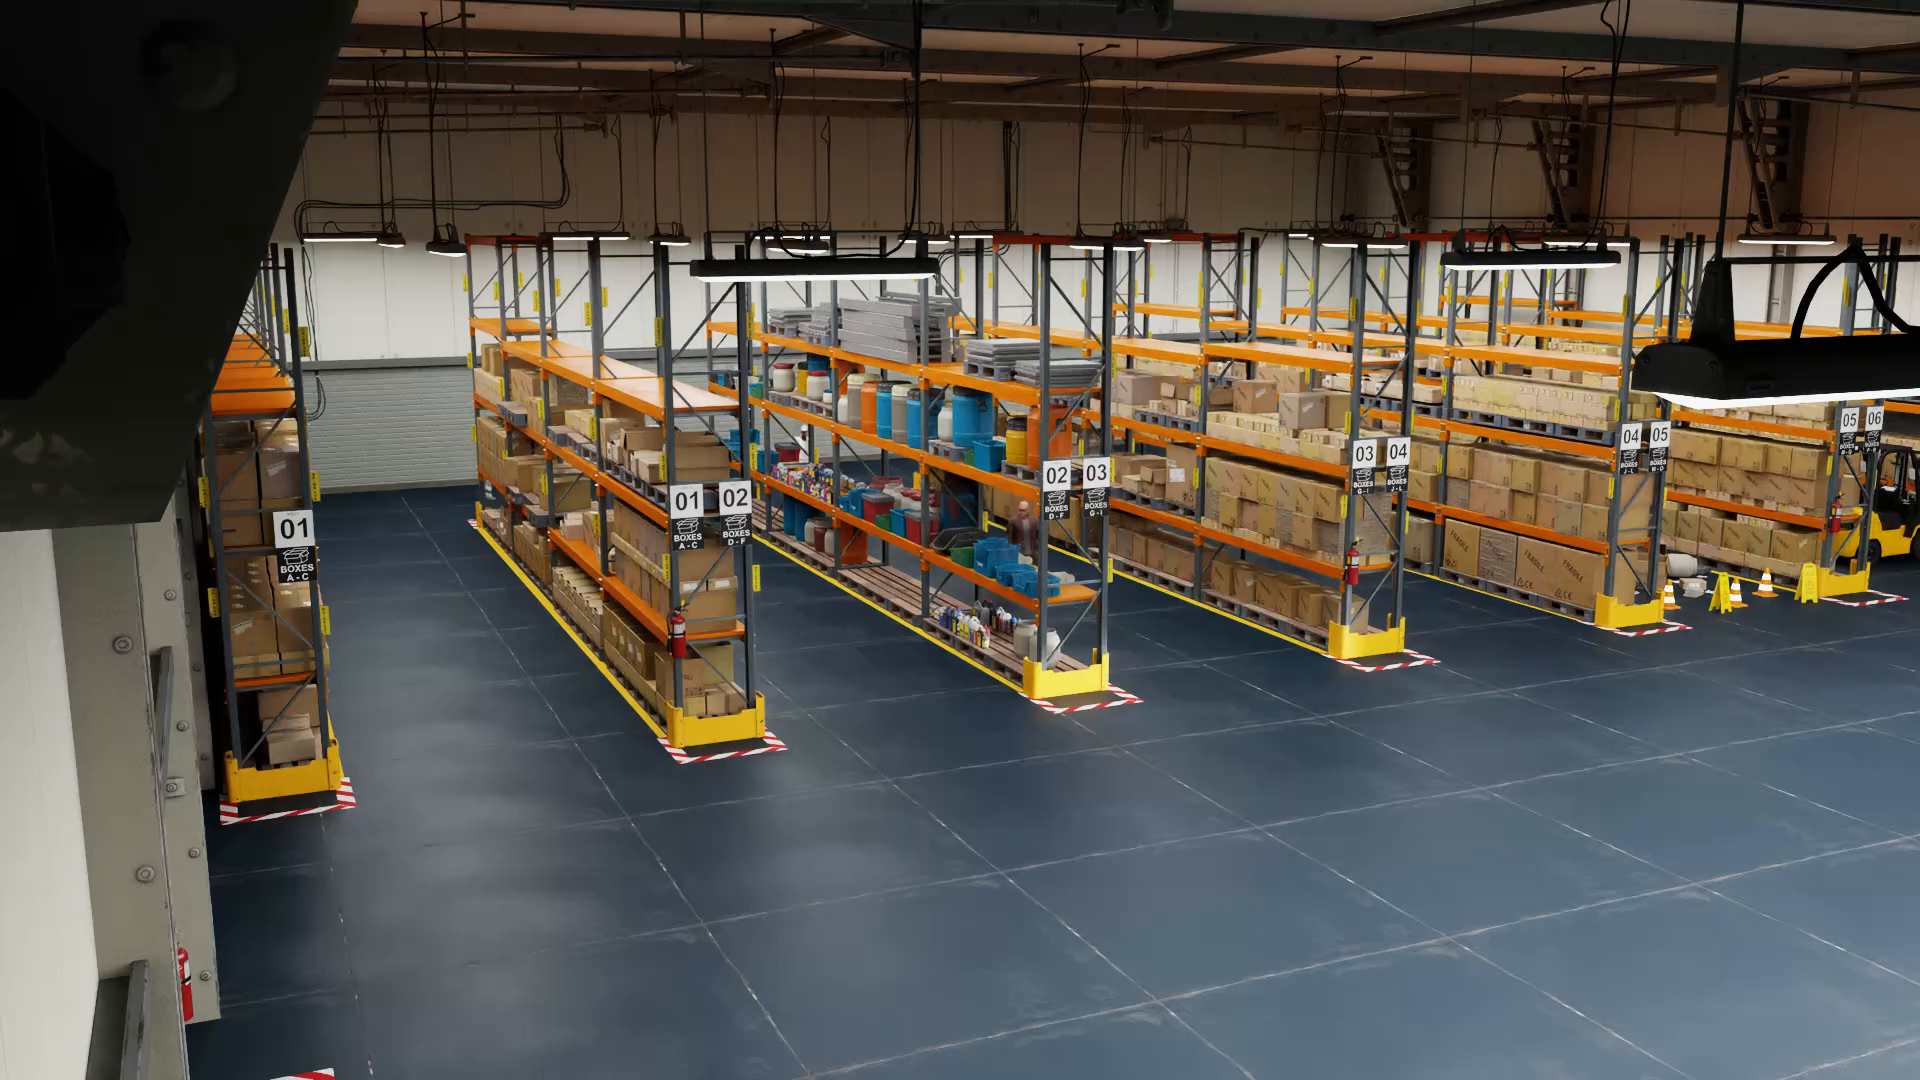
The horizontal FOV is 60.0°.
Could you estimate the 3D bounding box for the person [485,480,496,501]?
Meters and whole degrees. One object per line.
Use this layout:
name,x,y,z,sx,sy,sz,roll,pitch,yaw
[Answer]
person,-10.343,-1.713,37.200,0.919,1.760,0.586,8,14,36

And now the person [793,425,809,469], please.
person,-3.535,-1.723,37.328,0.691,1.751,0.675,9,14,40

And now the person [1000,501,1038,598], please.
person,1.058,0.203,27.471,0.712,1.737,1.084,-8,14,-36

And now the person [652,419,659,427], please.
person,-7.083,-2.157,39.705,0.651,1.749,0.548,5,12,24
